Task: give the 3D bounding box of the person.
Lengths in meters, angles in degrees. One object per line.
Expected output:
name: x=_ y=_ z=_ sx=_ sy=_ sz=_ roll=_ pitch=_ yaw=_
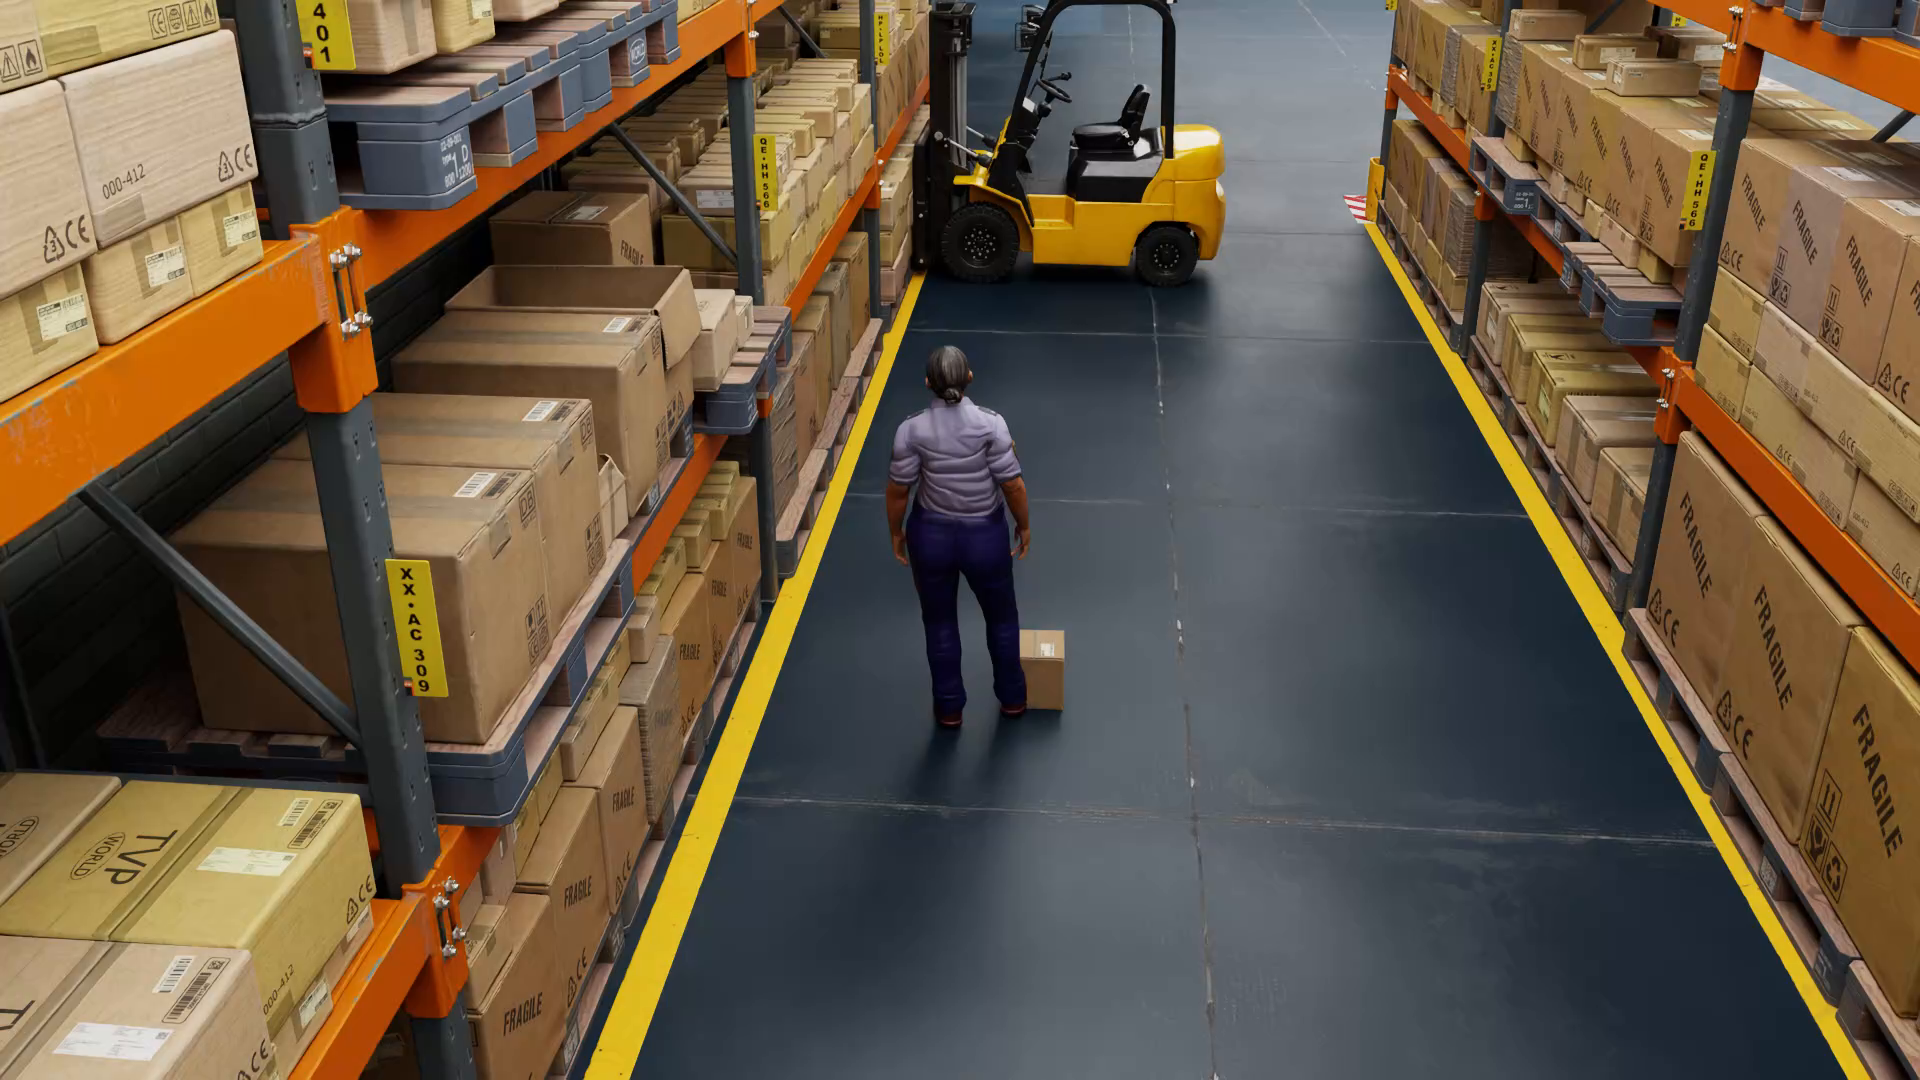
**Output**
person: x=0.019 y=-0.027 z=6.659 sx=0.598 sy=1.651 sz=0.502 roll=2 pitch=25 yaw=4
